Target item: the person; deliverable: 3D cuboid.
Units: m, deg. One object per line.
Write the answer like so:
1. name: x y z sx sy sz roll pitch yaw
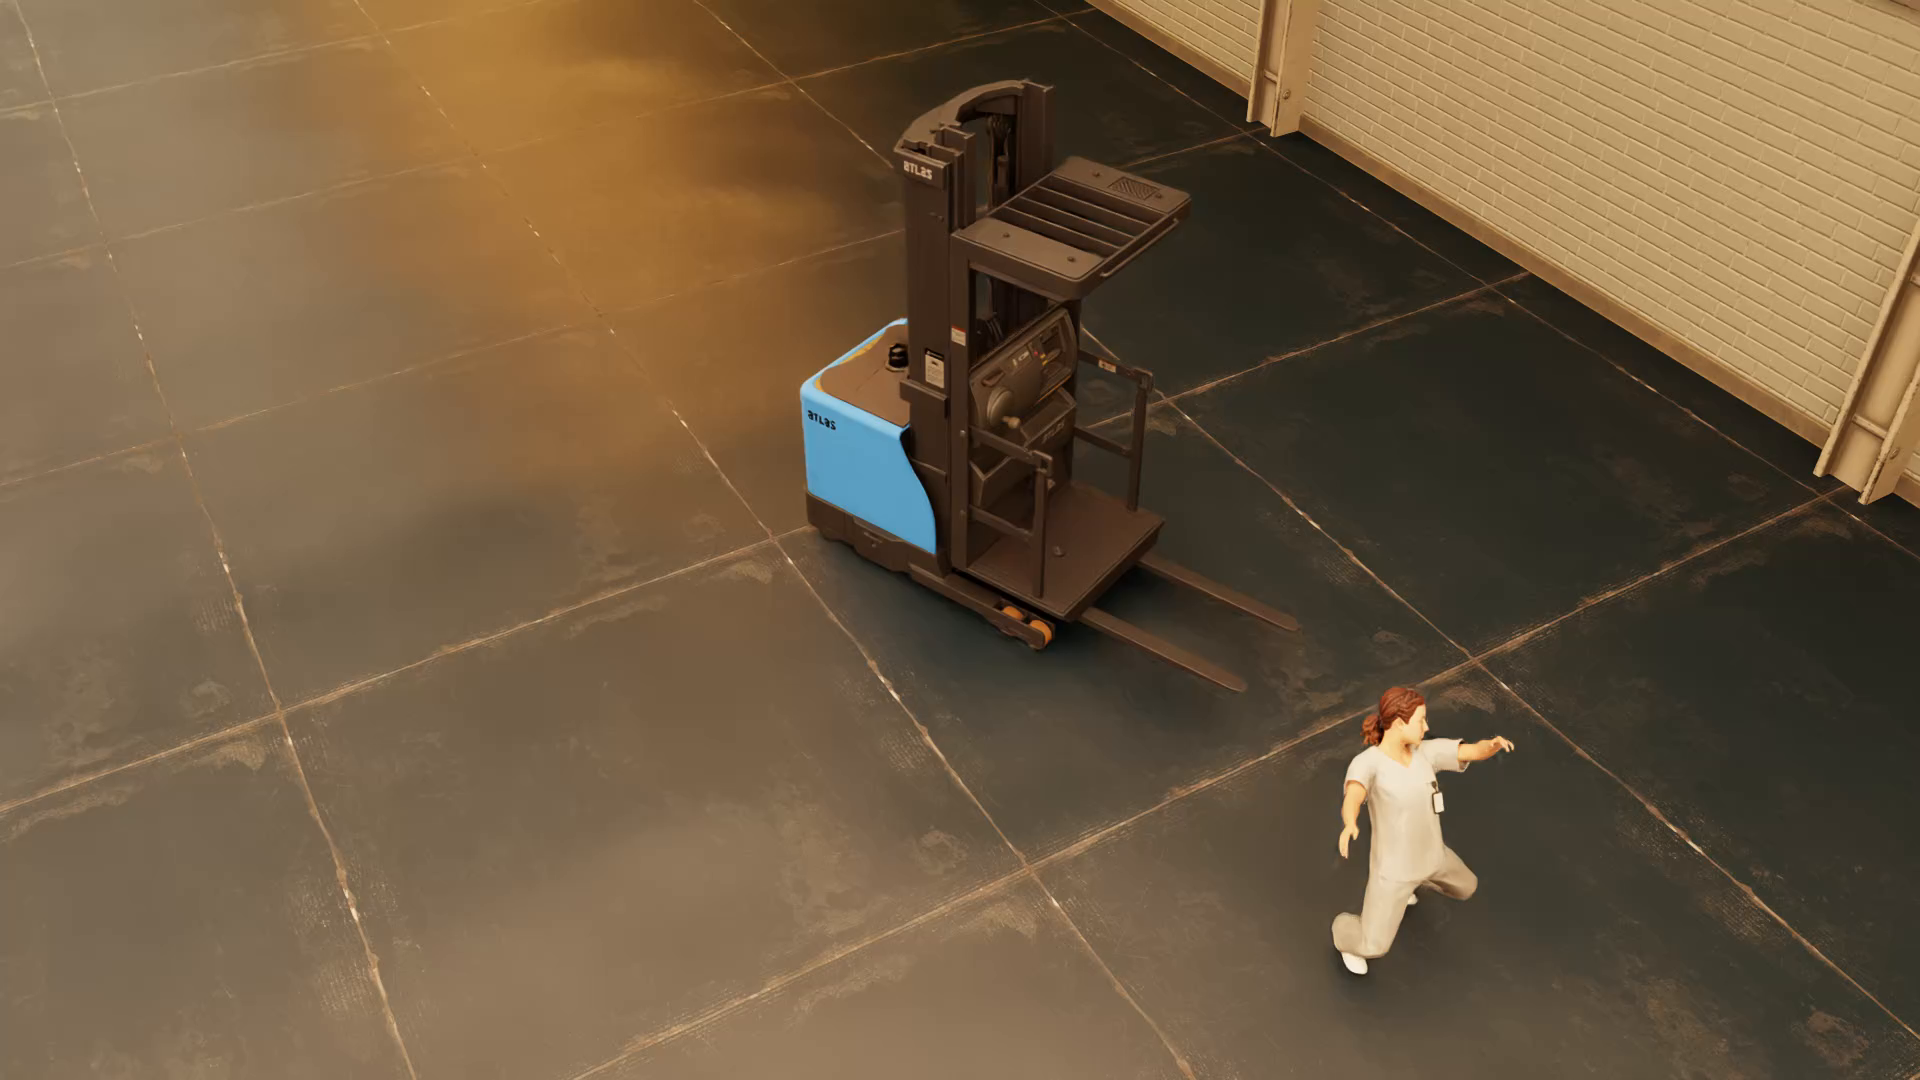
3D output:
1. person: 1.873 1.371 7.464 0.980 1.533 0.654 -23 45 -25

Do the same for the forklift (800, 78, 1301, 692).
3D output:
1. forklift: 0.523 -0.887 9.105 3.031 2.935 1.130 26 46 28
